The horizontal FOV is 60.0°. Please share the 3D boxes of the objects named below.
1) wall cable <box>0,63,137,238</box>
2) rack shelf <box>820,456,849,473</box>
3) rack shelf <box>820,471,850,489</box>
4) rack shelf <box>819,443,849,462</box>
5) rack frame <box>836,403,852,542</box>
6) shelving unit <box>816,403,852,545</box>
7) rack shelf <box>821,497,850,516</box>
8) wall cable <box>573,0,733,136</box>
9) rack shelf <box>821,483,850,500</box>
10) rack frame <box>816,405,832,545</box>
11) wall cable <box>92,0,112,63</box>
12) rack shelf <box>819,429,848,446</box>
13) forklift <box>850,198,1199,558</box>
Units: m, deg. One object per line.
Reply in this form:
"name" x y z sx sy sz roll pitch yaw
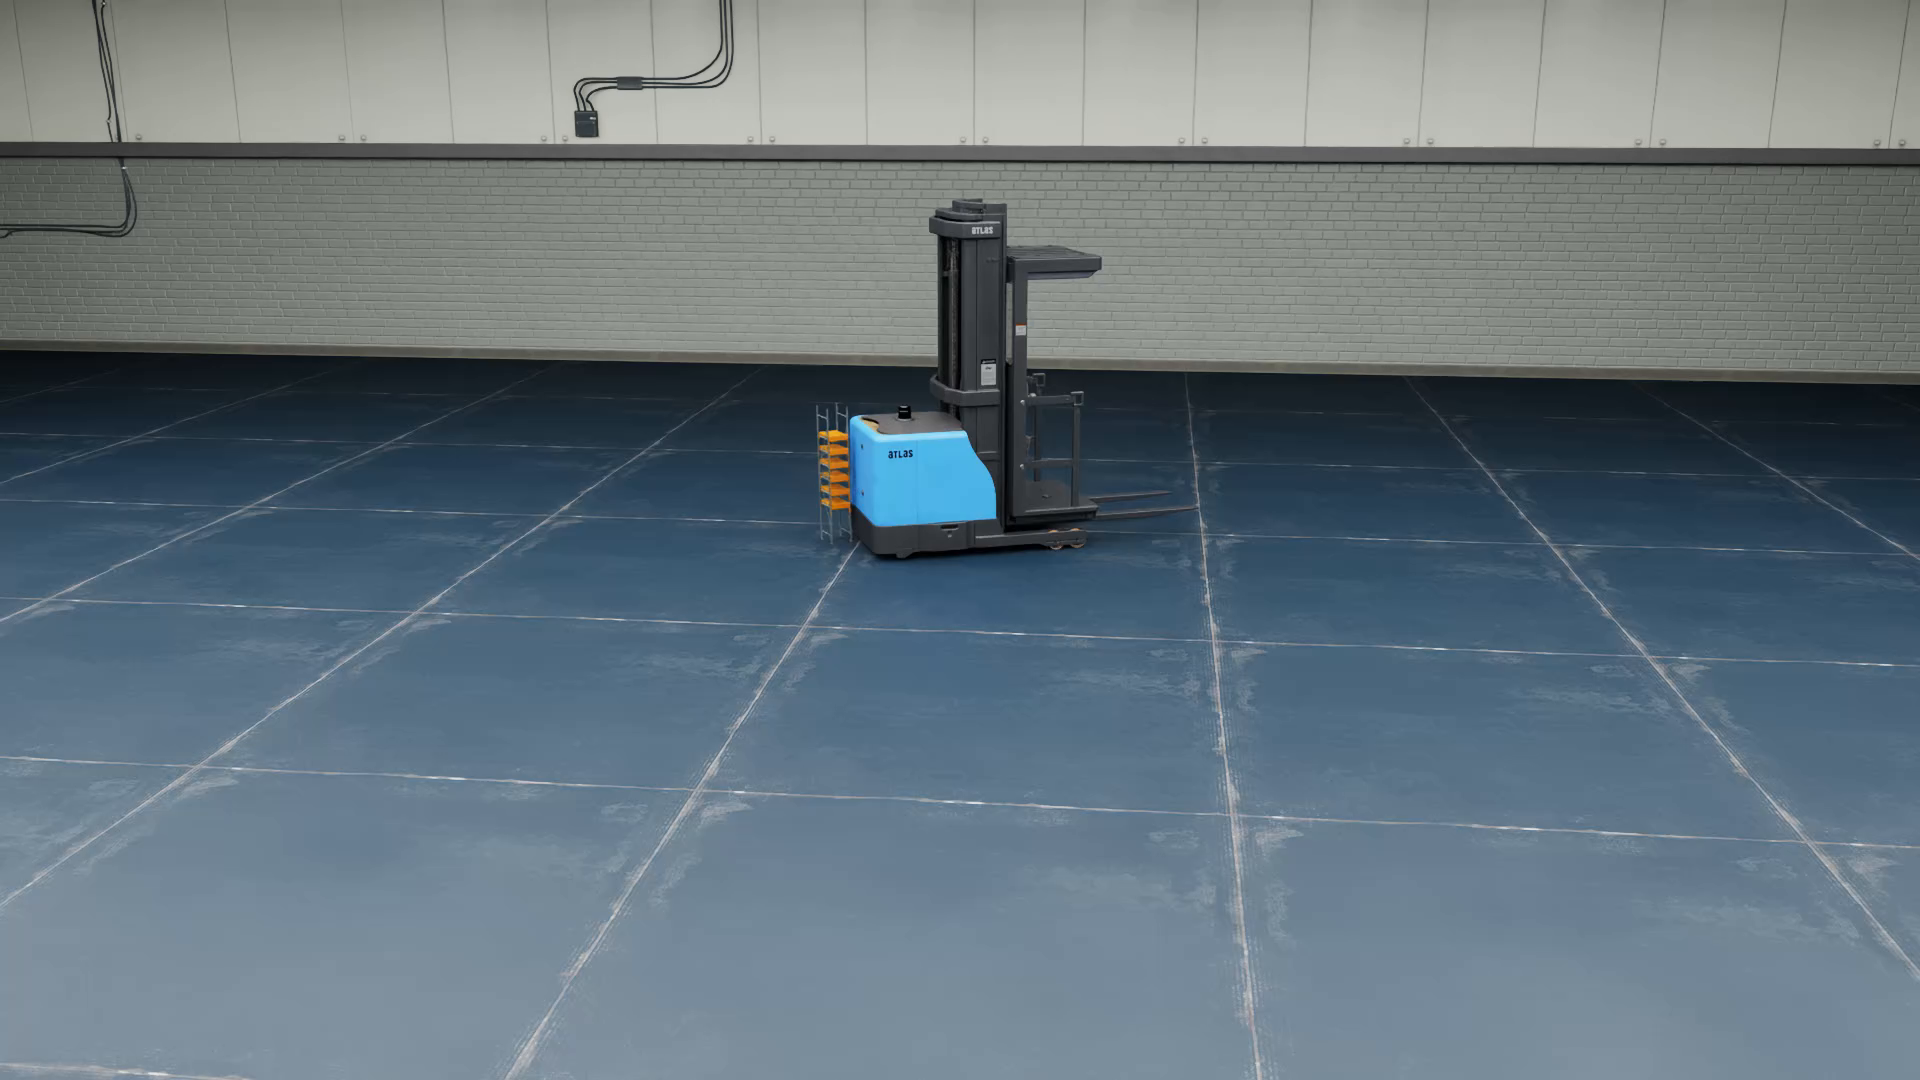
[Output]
"wall cable" -13.712 -5.717 24.512 3.097 2.526 0.112 2 15 6
"rack shelf" -1.096 -0.646 14.454 0.180 0.103 0.258 -8 17 -26
"rack shelf" -1.095 -0.530 14.485 0.180 0.103 0.258 -8 17 -26
"rack shelf" -1.098 -0.762 14.423 0.180 0.103 0.258 -8 17 -26
"rack frame" -1.014 -0.585 14.513 0.006 1.200 0.240 -8 17 -26
"shelving unit" -1.096 -0.573 14.473 0.189 1.200 0.258 -8 17 -26
"rack shelf" -1.092 -0.298 14.547 0.180 0.103 0.258 -8 17 -26
"wall cable" -4.281 -8.574 22.614 2.305 6.003 0.169 2 15 6
"rack shelf" -1.093 -0.414 14.516 0.180 0.103 0.258 -8 17 -26
"rack frame" -1.177 -0.561 14.433 0.006 1.200 0.240 -8 17 -26
"wall cable" -11.024 -8.075 23.559 3.097 2.526 0.112 2 15 6
"rack shelf" -1.100 -0.878 14.392 0.180 0.103 0.258 -8 17 -26
"forklift" 0.597 -1.461 14.449 3.031 2.935 1.130 -4 16 -16
